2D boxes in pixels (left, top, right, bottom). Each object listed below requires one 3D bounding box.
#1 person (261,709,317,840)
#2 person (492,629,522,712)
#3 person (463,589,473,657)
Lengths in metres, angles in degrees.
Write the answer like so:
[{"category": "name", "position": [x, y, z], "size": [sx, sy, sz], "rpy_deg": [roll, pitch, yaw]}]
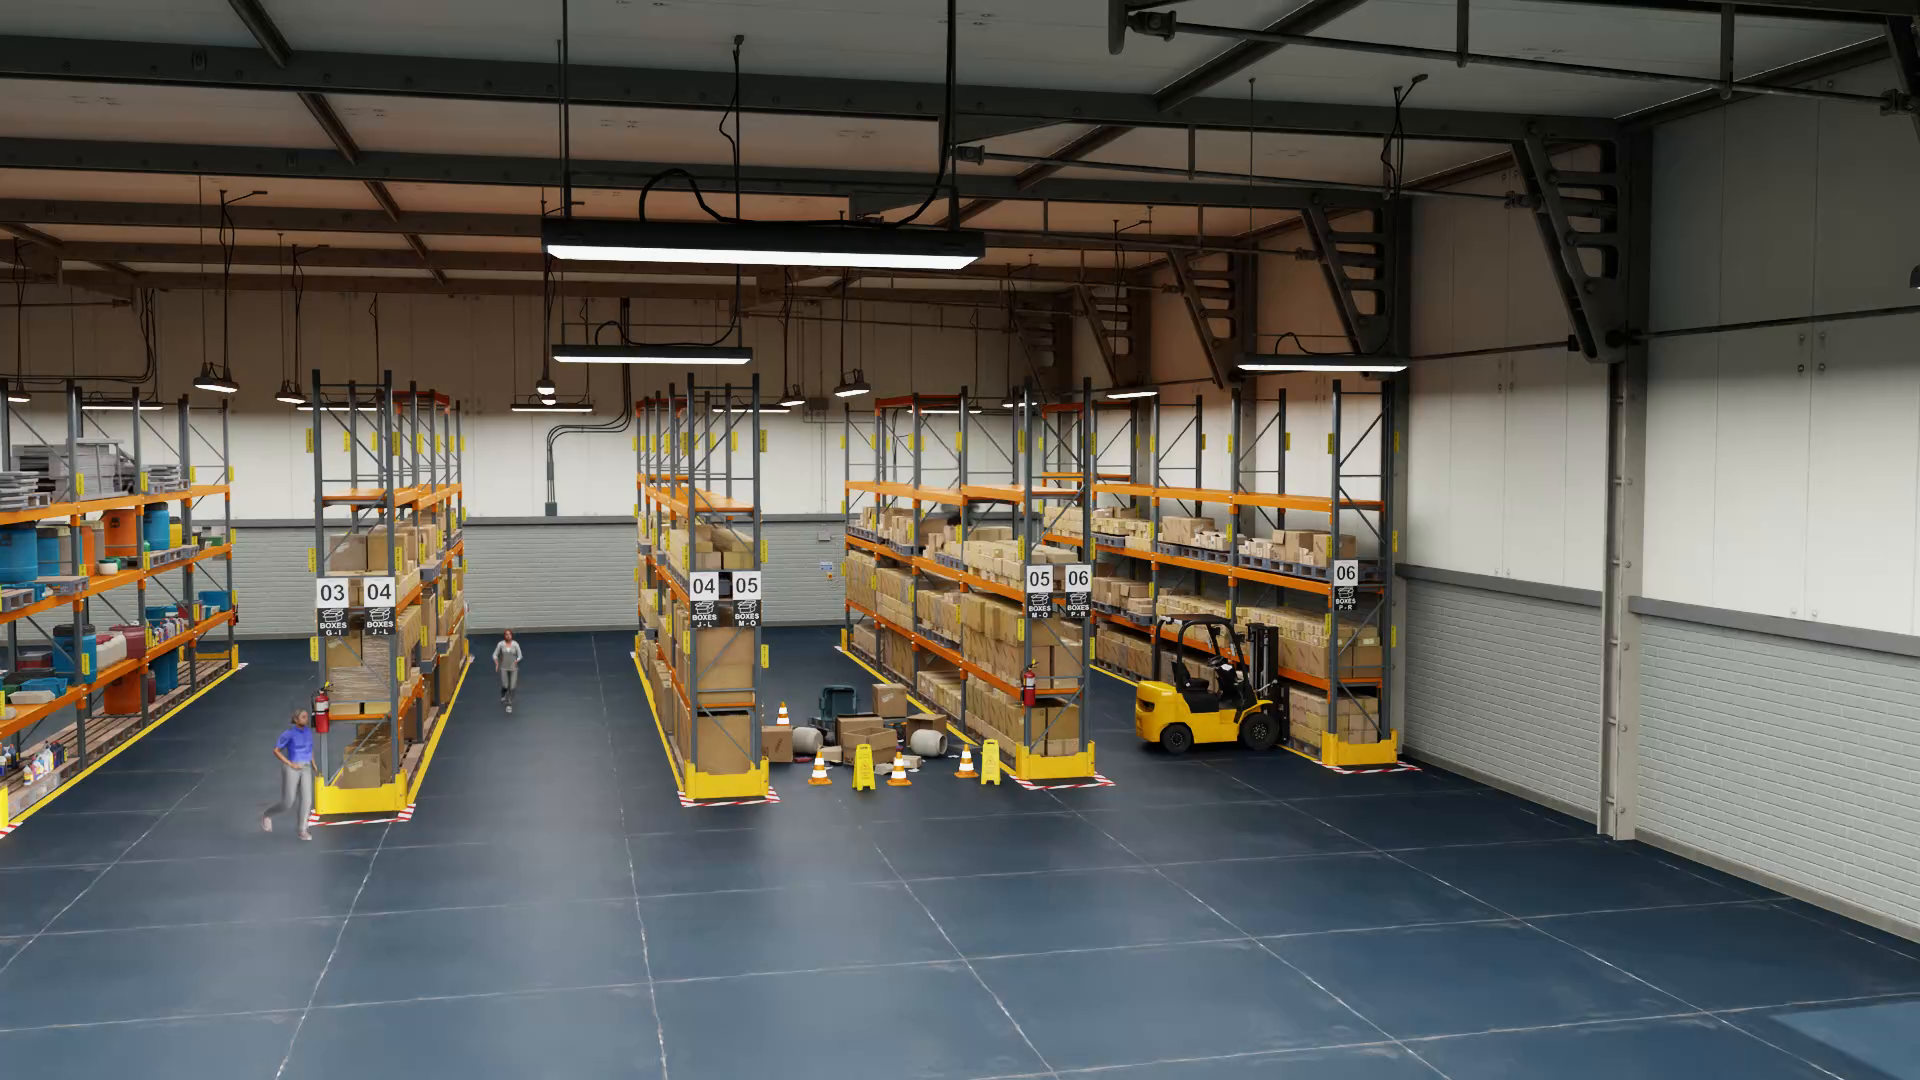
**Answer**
[{"category": "person", "position": [-8.455, 2.968, 21.248], "size": [0.837, 1.609, 0.643], "rpy_deg": [2, 4, 28]}, {"category": "person", "position": [-8.422, 2.437, 30.999], "size": [0.531, 1.557, 0.539], "rpy_deg": [-1, 4, -20]}, {"category": "person", "position": [-11.866, 1.917, 39.256], "size": [0.836, 1.681, 0.594], "rpy_deg": [1, 3, 11]}]
